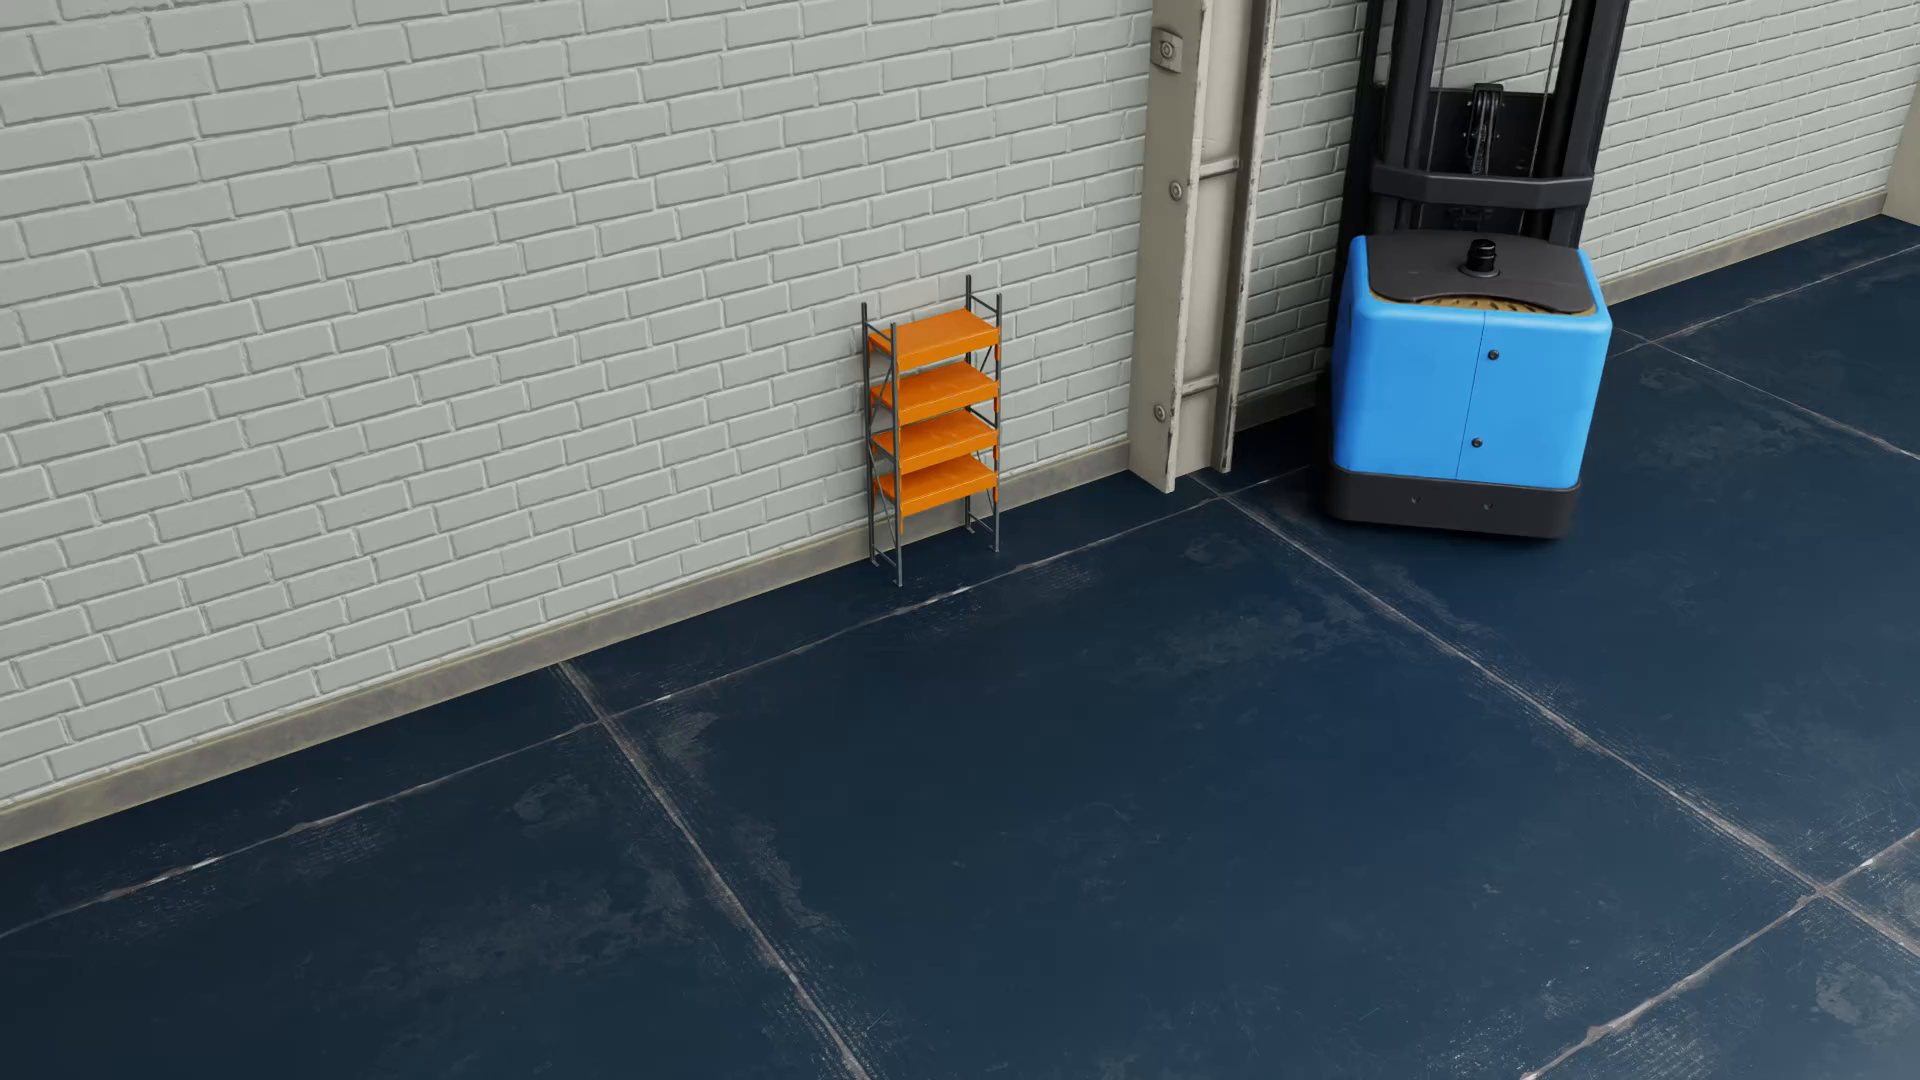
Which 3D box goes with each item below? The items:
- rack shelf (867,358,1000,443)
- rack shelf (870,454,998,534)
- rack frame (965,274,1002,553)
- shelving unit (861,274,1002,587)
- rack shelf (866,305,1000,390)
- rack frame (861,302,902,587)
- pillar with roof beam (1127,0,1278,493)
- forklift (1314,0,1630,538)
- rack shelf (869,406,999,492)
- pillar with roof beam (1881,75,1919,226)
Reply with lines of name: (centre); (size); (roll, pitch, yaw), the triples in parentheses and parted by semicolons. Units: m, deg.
rack shelf: (-0.109, -0.569, 6.733); (0.480, 0.148, 0.258); (-19, 37, -28)
rack shelf: (-0.110, -0.212, 6.959); (0.480, 0.148, 0.258); (-19, 37, -28)
rack frame: (0.094, -0.508, 6.930); (0.015, 1.200, 0.240); (-19, 37, -28)
shelving unit: (-0.109, -0.437, 6.817); (0.503, 1.200, 0.258); (-19, 37, -28)
rack shelf: (-0.109, -0.769, 6.607); (0.480, 0.148, 0.258); (-19, 37, -28)
rack frame: (-0.313, -0.365, 6.704); (0.015, 1.200, 0.240); (-19, 37, -28)
pillar with roof beam: (3.352, -2.213, 2.324); (0.400, 9.000, 9.100); (-19, 37, -27)
forklift: (2.369, -2.020, 7.705); (1.130, 2.935, 3.031); (5, 33, 9)
rack shelf: (-0.109, -0.380, 6.853); (0.480, 0.148, 0.258); (-19, 37, -28)
pillar with roof beam: (8.395, -3.947, 5.073); (0.400, 9.000, 9.100); (-19, 37, -27)
